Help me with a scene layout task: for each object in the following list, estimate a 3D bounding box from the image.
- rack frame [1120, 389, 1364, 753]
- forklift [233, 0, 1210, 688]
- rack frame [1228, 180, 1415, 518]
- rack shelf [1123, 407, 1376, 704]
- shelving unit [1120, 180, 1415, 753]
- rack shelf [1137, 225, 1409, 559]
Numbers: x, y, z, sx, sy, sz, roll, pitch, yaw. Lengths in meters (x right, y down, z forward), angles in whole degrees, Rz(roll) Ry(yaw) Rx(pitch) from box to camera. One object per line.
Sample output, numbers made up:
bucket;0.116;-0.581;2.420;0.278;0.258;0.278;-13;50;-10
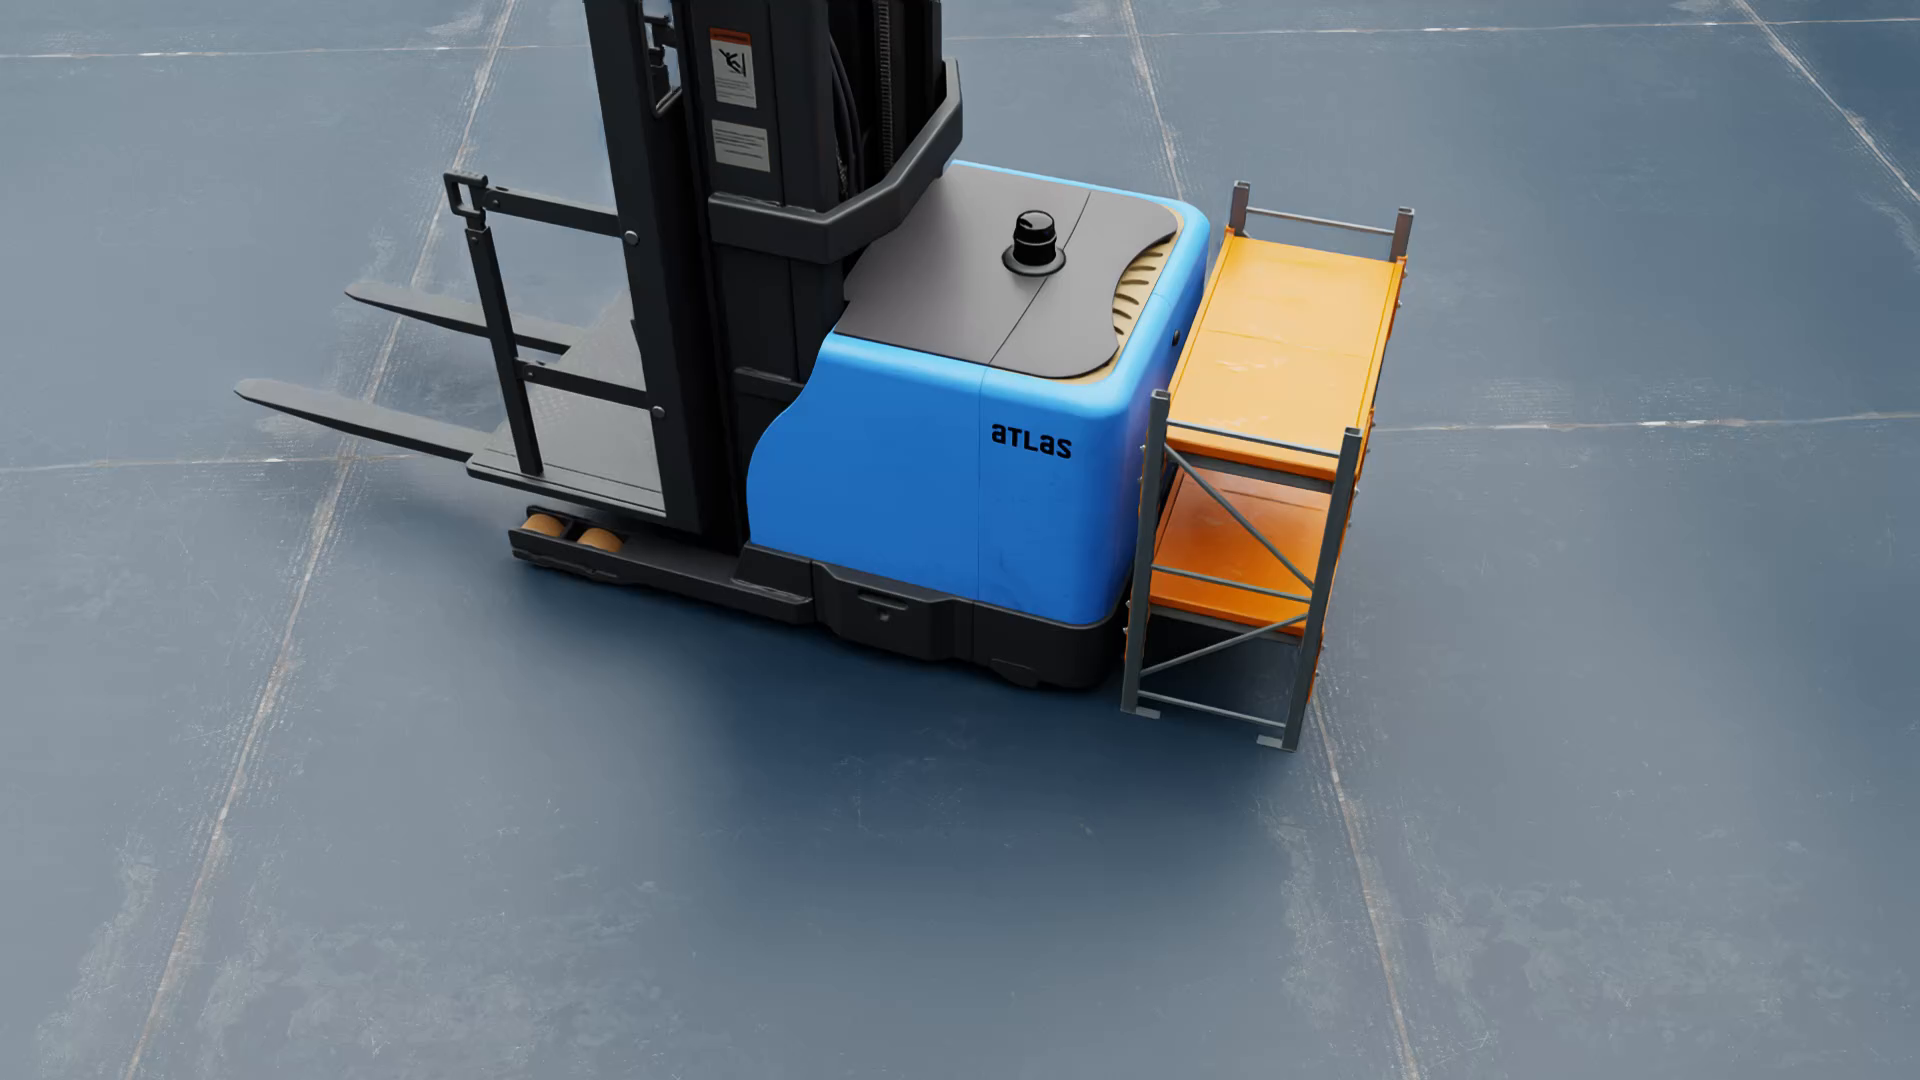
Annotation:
rack frame;0.697;0.115;4.293;0.500;1.125;0.032;12;44;13
forklift;-0.852;-1.271;4.468;3.031;2.935;1.130;14;44;15
rack frame;1.011;-0.539;5.005;0.500;1.125;0.032;12;44;13
rack shelf;0.854;-0.032;4.814;0.538;0.278;1.000;12;44;13
shelving unit;0.854;-0.212;4.649;0.538;1.125;1.048;12;44;13
rack shelf;0.854;-0.428;4.451;0.538;0.278;1.000;12;44;13
